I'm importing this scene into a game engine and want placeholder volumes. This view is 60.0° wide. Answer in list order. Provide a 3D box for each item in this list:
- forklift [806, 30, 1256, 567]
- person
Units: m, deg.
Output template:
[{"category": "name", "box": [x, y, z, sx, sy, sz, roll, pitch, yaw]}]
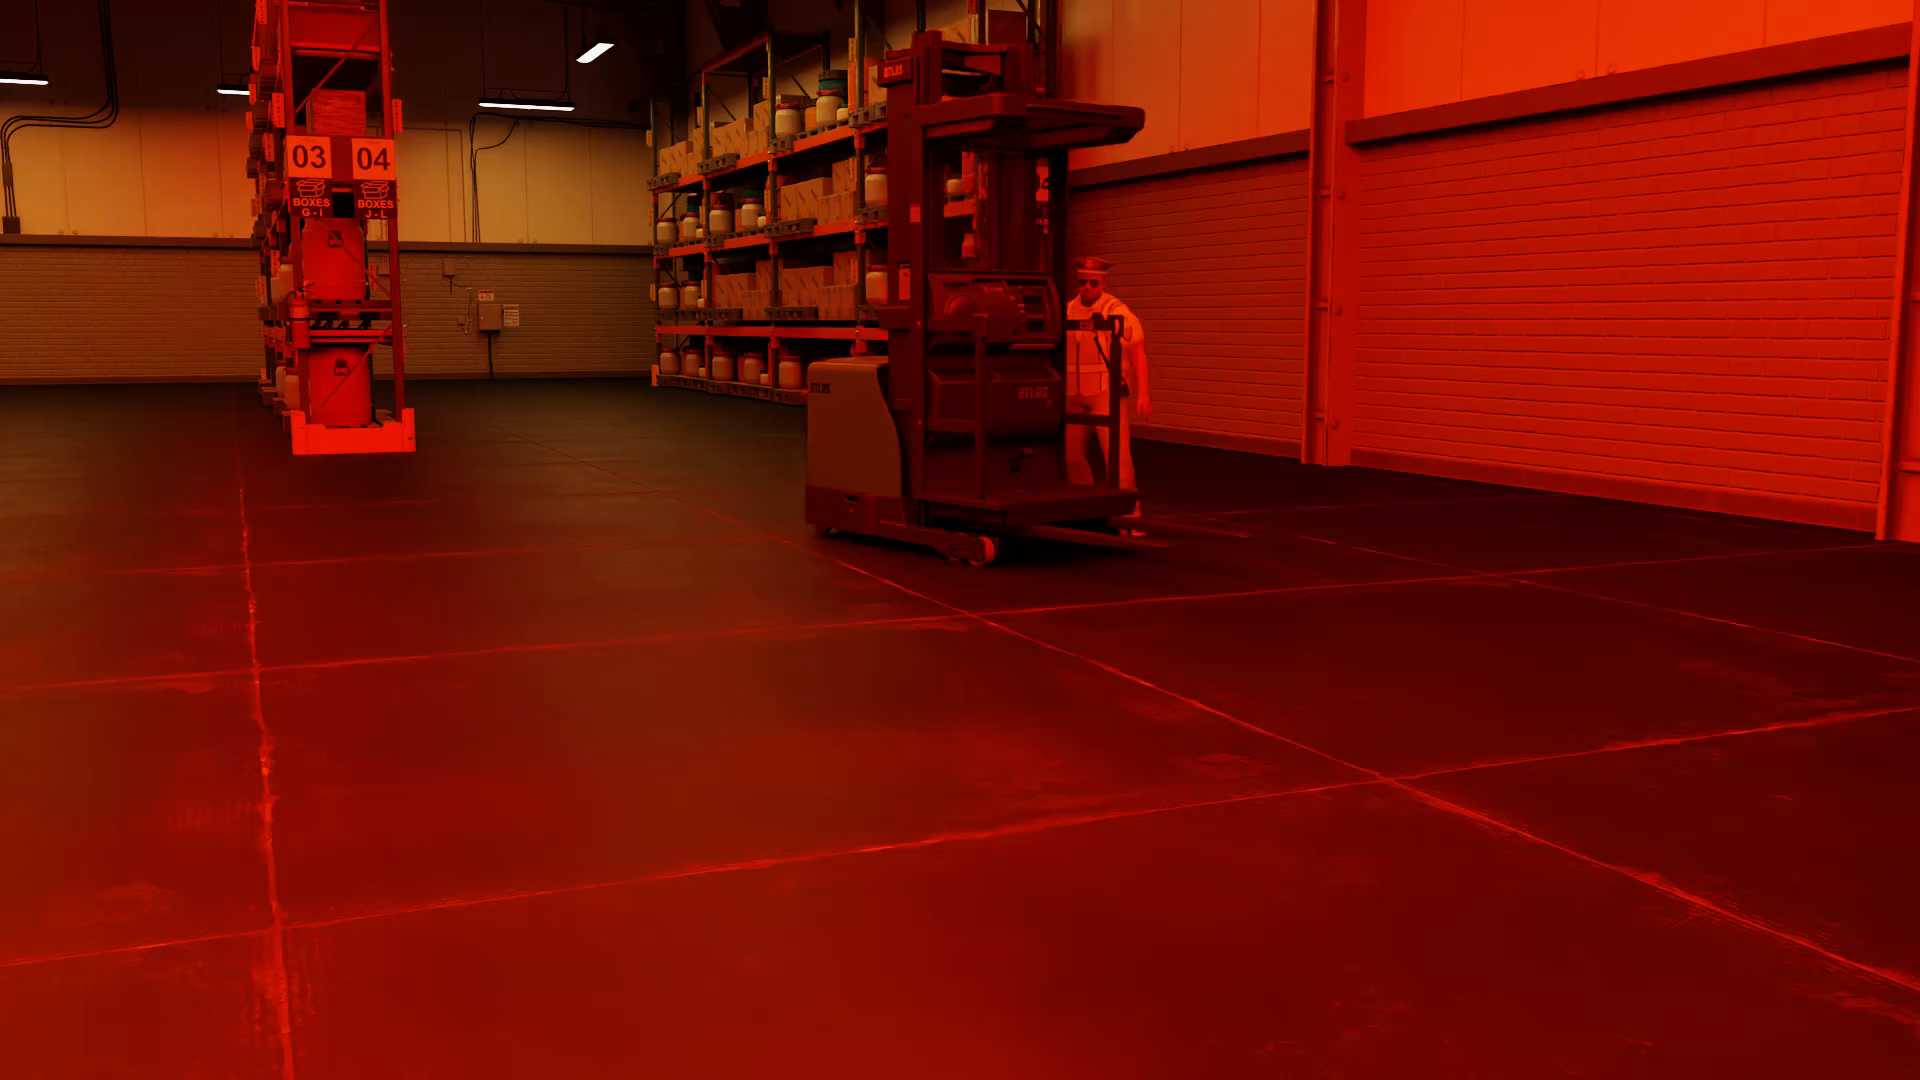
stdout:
[{"category": "forklift", "box": [0.337, -1.380, 9.407, 1.130, 2.935, 3.031, -6, 9, -38]}, {"category": "person", "box": [0.871, -0.898, 10.421, 0.861, 1.722, 0.423, 6, 9, 38]}]
